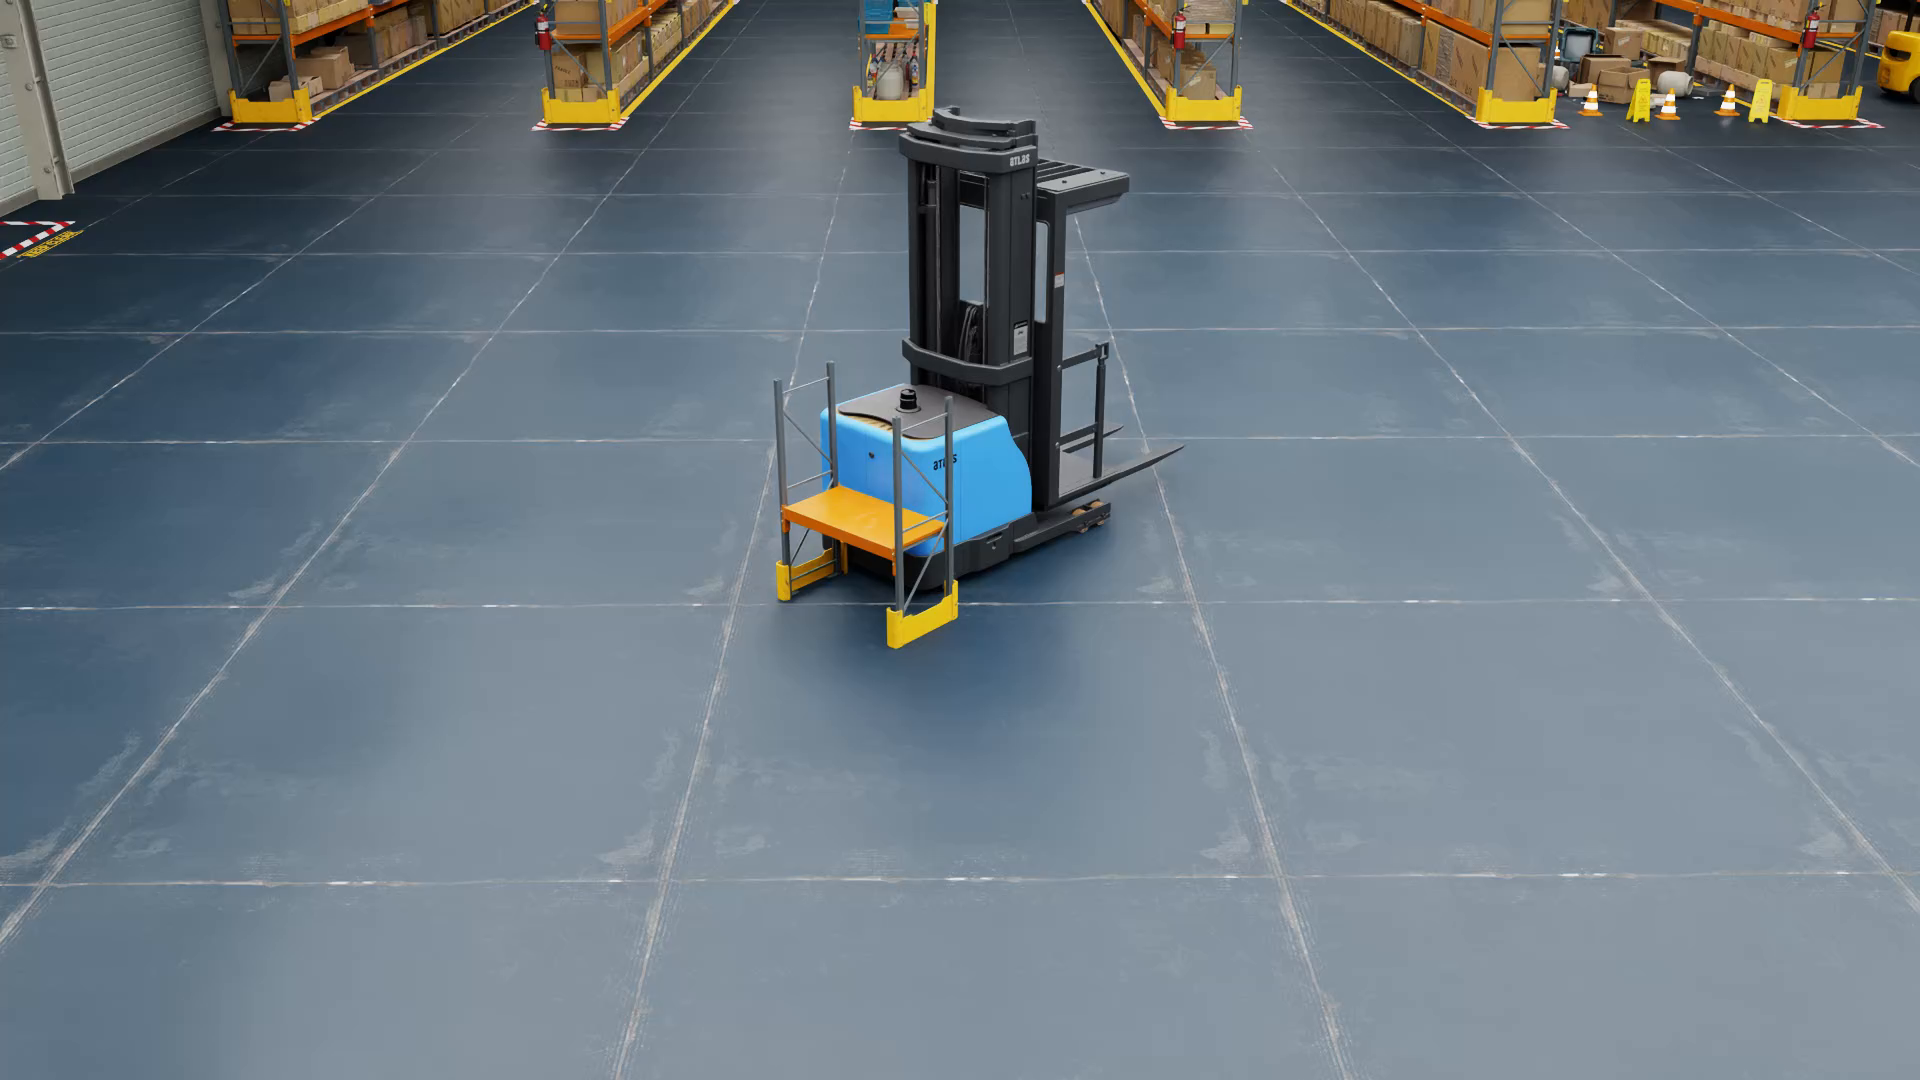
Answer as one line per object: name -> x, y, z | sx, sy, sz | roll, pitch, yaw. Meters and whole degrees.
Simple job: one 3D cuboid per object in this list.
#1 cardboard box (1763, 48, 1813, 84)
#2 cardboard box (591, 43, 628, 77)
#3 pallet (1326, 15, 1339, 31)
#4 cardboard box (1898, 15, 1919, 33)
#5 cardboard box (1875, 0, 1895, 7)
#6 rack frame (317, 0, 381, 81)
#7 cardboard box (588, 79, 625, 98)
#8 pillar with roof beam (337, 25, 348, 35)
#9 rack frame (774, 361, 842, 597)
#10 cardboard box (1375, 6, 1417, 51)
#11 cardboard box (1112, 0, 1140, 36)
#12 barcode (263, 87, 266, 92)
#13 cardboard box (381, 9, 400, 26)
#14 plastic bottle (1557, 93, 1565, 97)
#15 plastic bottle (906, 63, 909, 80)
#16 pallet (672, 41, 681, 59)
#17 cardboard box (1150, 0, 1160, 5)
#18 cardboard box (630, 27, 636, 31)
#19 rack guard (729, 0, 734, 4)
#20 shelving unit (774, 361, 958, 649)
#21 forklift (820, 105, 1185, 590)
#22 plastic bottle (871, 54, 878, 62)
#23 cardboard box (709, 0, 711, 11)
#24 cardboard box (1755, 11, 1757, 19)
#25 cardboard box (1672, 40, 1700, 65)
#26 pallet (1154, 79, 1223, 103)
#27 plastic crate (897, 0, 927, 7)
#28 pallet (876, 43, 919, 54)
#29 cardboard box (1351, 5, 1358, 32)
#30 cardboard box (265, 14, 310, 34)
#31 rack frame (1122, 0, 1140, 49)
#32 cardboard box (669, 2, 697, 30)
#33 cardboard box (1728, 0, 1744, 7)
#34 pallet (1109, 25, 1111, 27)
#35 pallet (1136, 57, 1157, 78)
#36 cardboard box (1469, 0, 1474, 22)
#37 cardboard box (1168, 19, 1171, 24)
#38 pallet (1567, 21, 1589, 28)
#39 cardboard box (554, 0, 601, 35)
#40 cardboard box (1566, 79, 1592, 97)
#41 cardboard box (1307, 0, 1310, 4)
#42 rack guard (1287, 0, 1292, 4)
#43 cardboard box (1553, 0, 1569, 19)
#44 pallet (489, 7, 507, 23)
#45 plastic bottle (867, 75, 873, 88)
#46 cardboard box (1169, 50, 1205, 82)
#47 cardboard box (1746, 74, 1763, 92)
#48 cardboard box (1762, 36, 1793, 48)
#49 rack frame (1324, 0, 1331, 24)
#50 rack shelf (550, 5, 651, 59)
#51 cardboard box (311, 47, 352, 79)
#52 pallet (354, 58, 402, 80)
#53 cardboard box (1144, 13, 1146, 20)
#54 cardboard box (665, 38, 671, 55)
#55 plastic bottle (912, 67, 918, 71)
cardboard box -> 13.531, -7.754, 27.171 | 0.500, 0.500, 0.500 | 0, 24, 0
cardboard box -> -5.823, -7.971, 27.651 | 0.500, 0.500, 0.500 | 0, 24, -1
pallet -> 8.731, -11.434, 36.775 | 1.003, 0.211, 1.213 | 0, 24, -1
cardboard box -> 18.693, -9.770, 32.085 | 0.875, 0.625, 0.625 | -1, 24, -3
cardboard box -> 18.983, -11.029, 34.232 | 0.380, 0.149, 0.250 | 1, 24, 2
rack frame -> -11.011, -9.681, 29.516 | 1.000, 3.000, 0.127 | 0, 24, -1
cardboard box -> -5.807, -7.423, 27.351 | 0.500, 0.250, 0.500 | 0, 24, -1
pillar with roof beam -> -7.601, -13.543, 30.774 | 9.100, 9.000, 0.400 | 0, 24, -1
rack frame -> -0.979, -0.383, 10.777 | 0.032, 1.500, 0.500 | 20, 31, 37
cardboard box -> 8.694, -9.932, 32.290 | 1.050, 0.750, 0.750 | 0, 24, 0
cardboard box -> 3.817, -10.904, 34.288 | 1.225, 0.875, 0.875 | -1, 24, -3
barcode -> -11.285, -7.304, 26.977 | 0.001, 0.075, 0.075 | 0, 24, -1
cardboard box -> -11.041, -9.989, 31.786 | 0.500, 0.250, 0.500 | 0, 24, -1
plastic bottle -> 10.251, -7.654, 28.600 | 0.283, 0.061, 0.133 | -9, 26, -19
plastic bottle -> -0.913, -8.145, 28.881 | 0.061, 0.283, 0.133 | 0, 24, -1
pallet -> -6.132, -9.743, 33.037 | 1.003, 0.211, 1.213 | 0, 24, -1
cardboard box -> 3.761, -9.537, 28.715 | 0.875, 0.500, 0.500 | 0, 24, -1
cardboard box -> -6.364, -9.485, 31.228 | 0.500, 0.311, 0.500 | 0, 24, -1
rack guard -> -6.188, -13.480, 40.947 | 1.175, 0.500, 0.348 | 0, 24, -1
shelving unit -> -0.605, -0.247, 10.475 | 1.083, 1.500, 0.587 | 20, 31, 37
forklift -> 0.442, -1.521, 11.556 | 1.130, 2.935, 3.031 | 22, 32, 40
plastic bottle -> -1.511, -8.385, 29.330 | 0.144, 0.351, 0.185 | 0, 24, 1
cardboard box -> -5.934, -12.151, 37.705 | 0.500, 0.311, 0.500 | 0, 24, -1
cardboard box -> 13.586, -8.813, 27.901 | 0.380, 0.149, 0.250 | 0, 24, -1
cardboard box -> 13.749, -9.003, 30.695 | 0.950, 0.372, 0.625 | 0, 24, 0
pallet -> 3.907, -7.697, 28.512 | 1.003, 0.211, 1.213 | 0, 24, -1
plastic crate -> -0.821, -9.203, 28.639 | 0.499, 0.251, 0.616 | 0, 24, -1
pallet -> -1.179, -9.784, 33.127 | 1.003, 0.211, 1.213 | 0, 24, -1
cardboard box -> 8.494, -10.913, 34.764 | 0.500, 0.500, 0.500 | 1, 24, 2
cardboard box -> -10.656, -8.176, 26.346 | 0.500, 0.250, 0.500 | -1, 24, -2
rack frame -> 3.804, -11.396, 33.308 | 1.000, 3.000, 0.127 | 0, 24, -1
cardboard box -> -5.833, -11.026, 34.989 | 0.500, 0.500, 0.500 | -1, 24, -1
cardboard box -> 13.504, -9.378, 28.362 | 0.500, 0.500, 0.500 | 0, 24, -1
pallet -> 3.844, -11.456, 36.825 | 1.003, 0.211, 1.213 | 0, 24, -1
pallet -> 3.838, -8.798, 30.948 | 1.003, 0.211, 1.213 | 0, 24, -1
cardboard box -> 8.894, -8.759, 27.295 | 0.875, 0.550, 0.550 | 0, 24, -1
cardboard box -> 3.652, -8.617, 27.467 | 0.380, 0.149, 0.250 | 0, 24, -1
pallet -> 13.770, -10.997, 35.809 | 1.003, 0.211, 1.213 | 0, 24, -1
cardboard box -> -6.007, -8.295, 26.329 | 0.700, 0.500, 0.500 | 0, 24, -1
cardboard box -> 10.669, -7.783, 28.636 | 0.396, 0.266, 0.258 | 4, 25, 9
cardboard box -> 8.394, -12.711, 39.165 | 0.380, 0.149, 0.250 | 0, 24, -1
rack guard -> 8.678, -13.503, 41.000 | 1.175, 0.500, 0.348 | 0, 24, -1
cardboard box -> 13.757, -12.057, 36.838 | 0.875, 0.875, 0.875 | 0, 24, 1
pallet -> -11.029, -12.021, 38.073 | 1.003, 0.211, 1.213 | 0, 24, -1
plastic bottle -> -1.520, -7.758, 28.125 | 0.097, 0.201, 0.097 | 0, 24, 0
cardboard box -> 3.911, -8.144, 28.641 | 0.500, 0.500, 0.500 | -2, 24, -5
cardboard box -> 13.525, -7.628, 27.804 | 0.500, 0.250, 0.500 | 0, 24, 0
cardboard box -> 13.460, -8.200, 27.371 | 0.380, 0.149, 0.250 | 0, 24, 1
rack frame -> 8.721, -13.025, 36.909 | 1.000, 3.000, 0.127 | 0, 24, -1
rack shelf -> -6.036, -8.553, 27.895 | 1.077, 0.370, 4.000 | 0, 24, -1
cardboard box -> -10.960, -8.315, 28.995 | 0.500, 0.500, 0.500 | -2, 24, -5
pallet -> -11.021, -8.732, 30.800 | 1.003, 0.211, 1.213 | 0, 24, -1
cardboard box -> 3.857, -10.305, 32.485 | 0.500, 0.250, 0.500 | 2, 24, 5
cardboard box -> -5.832, -9.445, 31.820 | 0.500, 0.250, 0.500 | 0, 24, 0
plastic bottle -> -0.774, -7.966, 28.500 | 0.097, 0.271, 0.097 | 0, 24, 0
